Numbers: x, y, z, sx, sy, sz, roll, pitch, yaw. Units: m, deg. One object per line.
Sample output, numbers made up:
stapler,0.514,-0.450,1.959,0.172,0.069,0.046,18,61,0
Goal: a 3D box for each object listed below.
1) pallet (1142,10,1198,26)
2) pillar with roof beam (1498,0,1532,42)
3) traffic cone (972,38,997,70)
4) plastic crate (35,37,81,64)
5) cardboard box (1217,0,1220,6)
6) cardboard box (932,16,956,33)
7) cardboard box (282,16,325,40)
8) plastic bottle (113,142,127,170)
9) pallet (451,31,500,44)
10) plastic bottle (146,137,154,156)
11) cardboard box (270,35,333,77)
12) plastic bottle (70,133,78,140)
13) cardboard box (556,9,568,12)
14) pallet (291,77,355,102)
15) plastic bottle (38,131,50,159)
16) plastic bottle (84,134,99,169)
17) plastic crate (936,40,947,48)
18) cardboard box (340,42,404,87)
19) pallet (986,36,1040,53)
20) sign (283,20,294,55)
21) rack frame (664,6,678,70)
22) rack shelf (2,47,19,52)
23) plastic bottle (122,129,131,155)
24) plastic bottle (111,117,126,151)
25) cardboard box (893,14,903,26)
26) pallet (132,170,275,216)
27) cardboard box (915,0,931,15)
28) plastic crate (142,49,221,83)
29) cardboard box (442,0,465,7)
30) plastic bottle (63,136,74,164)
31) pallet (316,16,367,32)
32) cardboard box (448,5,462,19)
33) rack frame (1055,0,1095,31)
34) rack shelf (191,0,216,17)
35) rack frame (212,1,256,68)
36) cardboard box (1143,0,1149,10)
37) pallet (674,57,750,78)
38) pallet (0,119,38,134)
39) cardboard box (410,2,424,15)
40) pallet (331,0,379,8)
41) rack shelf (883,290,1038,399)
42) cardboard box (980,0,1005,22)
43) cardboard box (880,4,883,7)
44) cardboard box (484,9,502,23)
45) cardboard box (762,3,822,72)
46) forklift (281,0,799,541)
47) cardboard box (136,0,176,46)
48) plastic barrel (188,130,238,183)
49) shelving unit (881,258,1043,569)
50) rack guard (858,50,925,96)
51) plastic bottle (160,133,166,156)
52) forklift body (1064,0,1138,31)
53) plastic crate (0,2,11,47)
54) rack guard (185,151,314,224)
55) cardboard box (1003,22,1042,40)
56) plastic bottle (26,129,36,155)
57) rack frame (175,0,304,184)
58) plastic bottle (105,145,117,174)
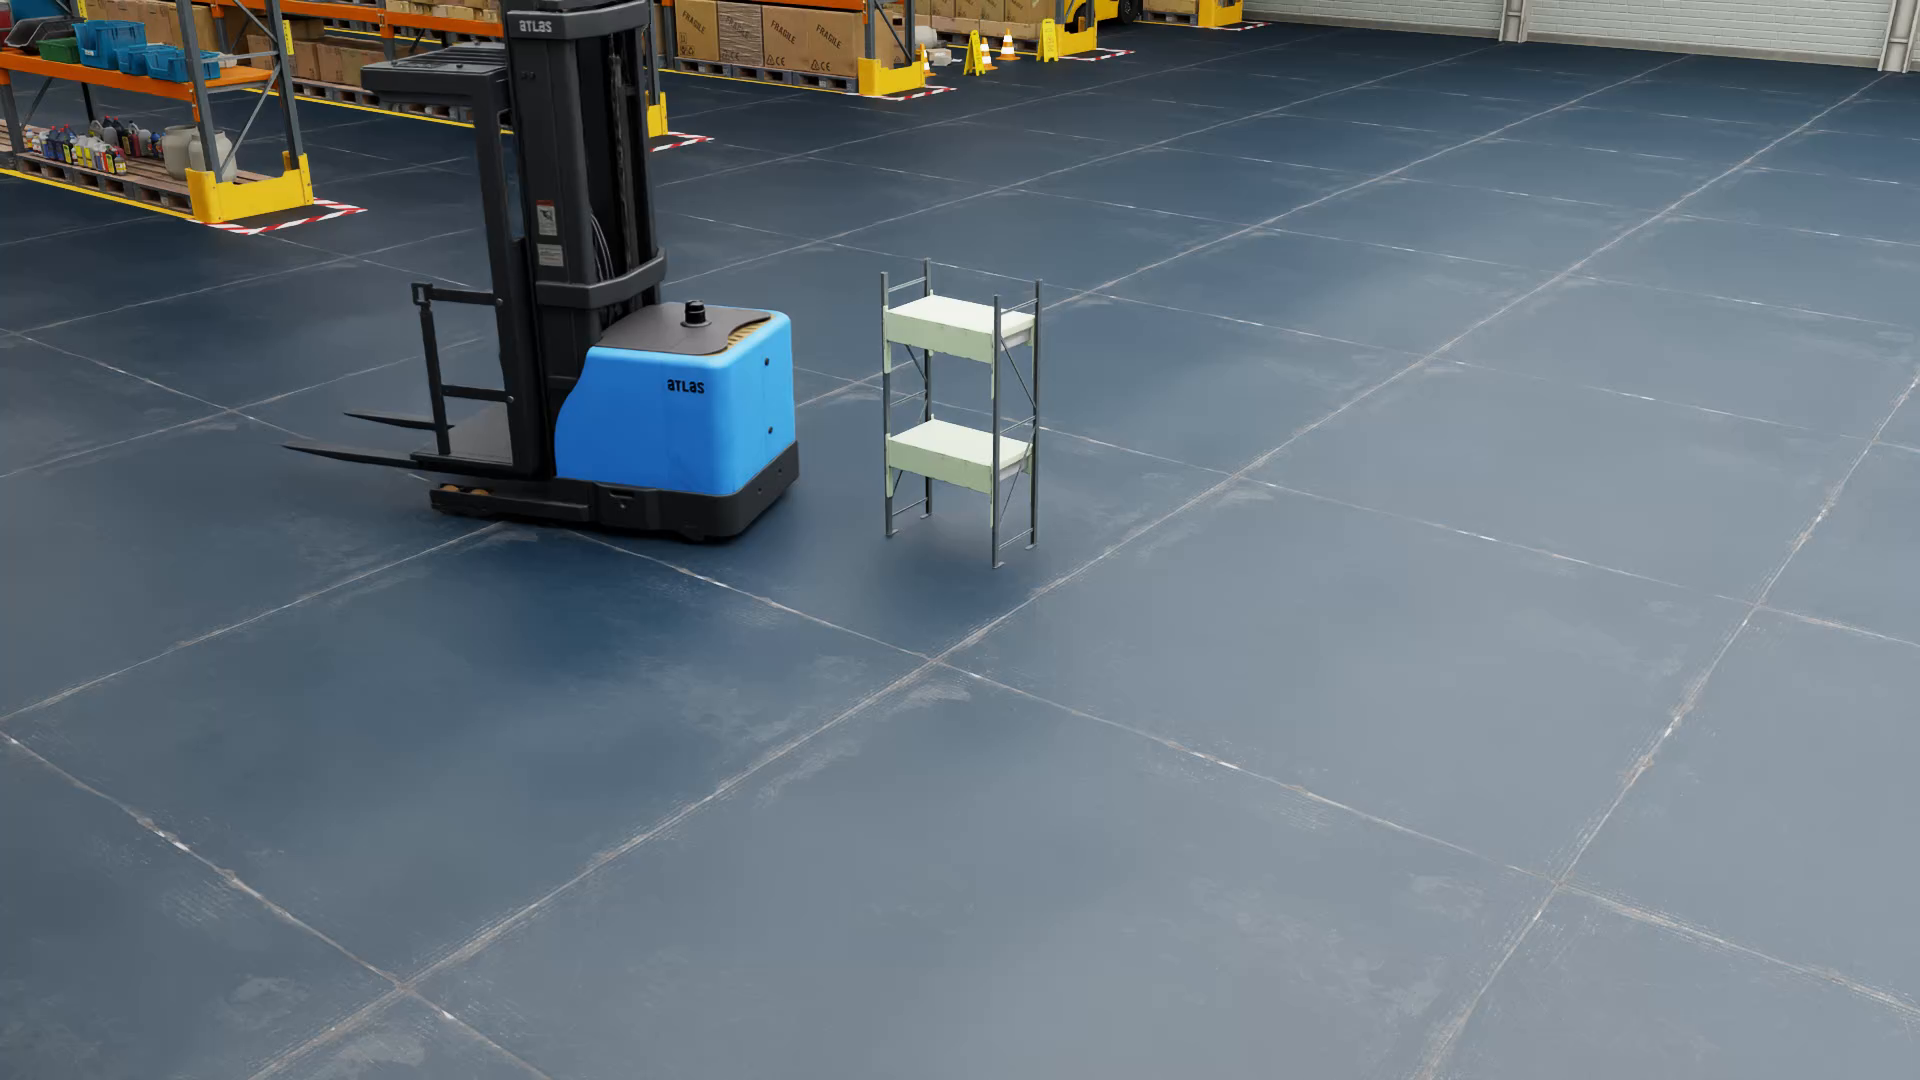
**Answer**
pallet,4.231,-9.981,31.640,1.213,0.211,1.003,17,29,33
pillar with roof beam,7.071,-11.450,24.076,0.400,9.000,9.100,17,29,33
traffic cone,0.383,-7.569,25.856,0.334,0.463,0.336,17,29,33
plastic crate,-9.303,-5.138,17.455,0.662,0.188,0.450,17,29,33
cardboard box,4.593,-10.201,31.571,0.500,0.250,0.500,17,29,34
cardboard box,-0.136,-8.901,28.622,0.500,0.250,0.500,16,29,33
cardboard box,-9.466,-7.343,23.821,0.500,0.250,0.500,21,31,39
plastic bottle,-8.874,-4.053,17.551,0.133,0.283,0.061,17,29,33
pallet,-8.019,-8.709,28.755,1.213,0.211,1.003,17,29,33
plastic bottle,-8.881,-4.328,18.277,0.097,0.201,0.097,0,24,0
cardboard box,-9.451,-6.992,23.953,0.500,0.500,0.700,14,27,29
plastic bottle,-9.635,-4.282,18.087,0.097,0.271,0.097,0,24,0
cardboard box,-4.473,-6.609,20.037,0.500,0.500,0.875,17,29,33
pallet,-8.854,-6.459,23.648,1.213,0.211,1.003,17,29,33
plastic bottle,-9.953,-4.322,18.171,0.135,0.276,0.152,18,30,35
plastic bottle,-9.183,-4.121,17.623,0.185,0.351,0.144,18,30,35
plastic crate,-0.542,-8.470,28.374,0.583,0.080,0.402,7,25,15
cardboard box,-8.098,-6.587,23.034,0.500,0.500,0.700,17,29,33
pallet,1.205,-8.433,28.128,1.213,0.211,1.003,17,29,33
sign,-6.686,-4.991,16.513,0.005,0.325,0.100,17,29,33
rack frame,-4.194,-8.829,25.567,0.127,3.000,1.000,17,29,33
rack shelf,-11.821,-5.809,19.607,4.000,0.370,1.077,17,29,33
plastic bottle,-9.161,-4.386,18.309,0.133,0.283,0.061,17,29,33
plastic bottle,-9.378,-4.535,18.561,0.185,0.351,0.144,15,28,31
cardboard box,-1.265,-8.609,28.166,0.500,0.500,0.500,-5,24,-12
pallet,-7.755,-3.613,17.188,1.213,0.211,1.003,17,29,33
cardboard box,-0.561,-9.372,28.759,0.500,0.500,0.500,18,30,35
plastic crate,-7.599,-4.644,16.254,0.616,0.251,0.499,17,29,33
cardboard box,-6.087,-7.085,21.117,0.500,0.500,0.875,17,29,33
plastic bottle,-9.565,-4.185,17.851,0.133,0.283,0.061,18,30,36
pallet,-11.154,-9.638,30.863,1.213,0.211,1.003,17,29,33
cardboard box,-6.243,-6.694,21.035,0.250,0.149,0.380,17,29,33
rack frame,1.895,-9.483,27.052,0.127,3.000,1.000,17,29,33
rack shelf,-12.051,-8.374,25.429,4.000,0.370,1.077,17,29,33
rack frame,-10.450,-8.220,24.186,0.127,3.000,1.000,17,29,33
cardboard box,3.516,-10.278,31.746,0.500,0.250,0.500,17,29,34
pallet,-3.633,-7.343,25.655,1.213,0.211,1.003,17,29,33
pallet,-11.852,-4.851,19.998,1.213,0.211,1.003,17,29,33
cardboard box,-6.849,-6.873,21.439,0.250,0.149,0.380,17,29,33
pallet,-7.774,-7.397,22.555,1.213,0.211,1.003,17,29,33
rack shelf,0.005,-1.042,8.787,0.720,0.370,0.431,17,29,33
cardboard box,0.677,-8.995,27.903,0.500,0.500,0.500,18,30,35
cardboard box,-1.727,-9.566,29.979,0.625,0.372,0.950,17,29,34
cardboard box,-5.664,-6.502,20.598,0.250,0.149,0.380,17,29,33
cardboard box,-2.281,-7.436,24.521,0.875,0.875,0.875,16,29,32
forklift,-2.535,-1.660,9.382,3.031,2.935,1.130,7,25,15
cardboard box,-11.699,-7.832,25.419,0.875,0.875,1.225,17,29,33
plastic barrel,-7.592,-3.876,16.891,0.421,0.512,0.421,0,24,0
shelving unit,0.005,-0.685,8.944,0.755,1.500,0.431,17,29,33
rack guard,-0.974,-6.712,23.863,0.348,0.500,1.175,17,29,33
plastic bottle,-8.638,-4.286,18.096,0.097,0.271,0.097,0,24,0
forklift body,2.257,-10.567,30.565,1.214,2.155,2.313,17,29,33
plastic crate,-10.791,-5.702,18.393,0.583,0.464,0.402,17,29,33
rack guard,-7.108,-3.547,16.680,0.348,0.500,1.175,17,29,33
cardboard box,1.067,-8.531,27.782,0.500,0.250,0.500,17,29,33
plastic bottle,-10.228,-4.389,18.329,0.097,0.271,0.097,0,24,0
rack frame,-7.019,-4.687,16.168,0.127,3.000,1.000,17,29,33
plastic bottle,-8.856,-3.971,17.365,0.133,0.283,0.061,18,29,35
